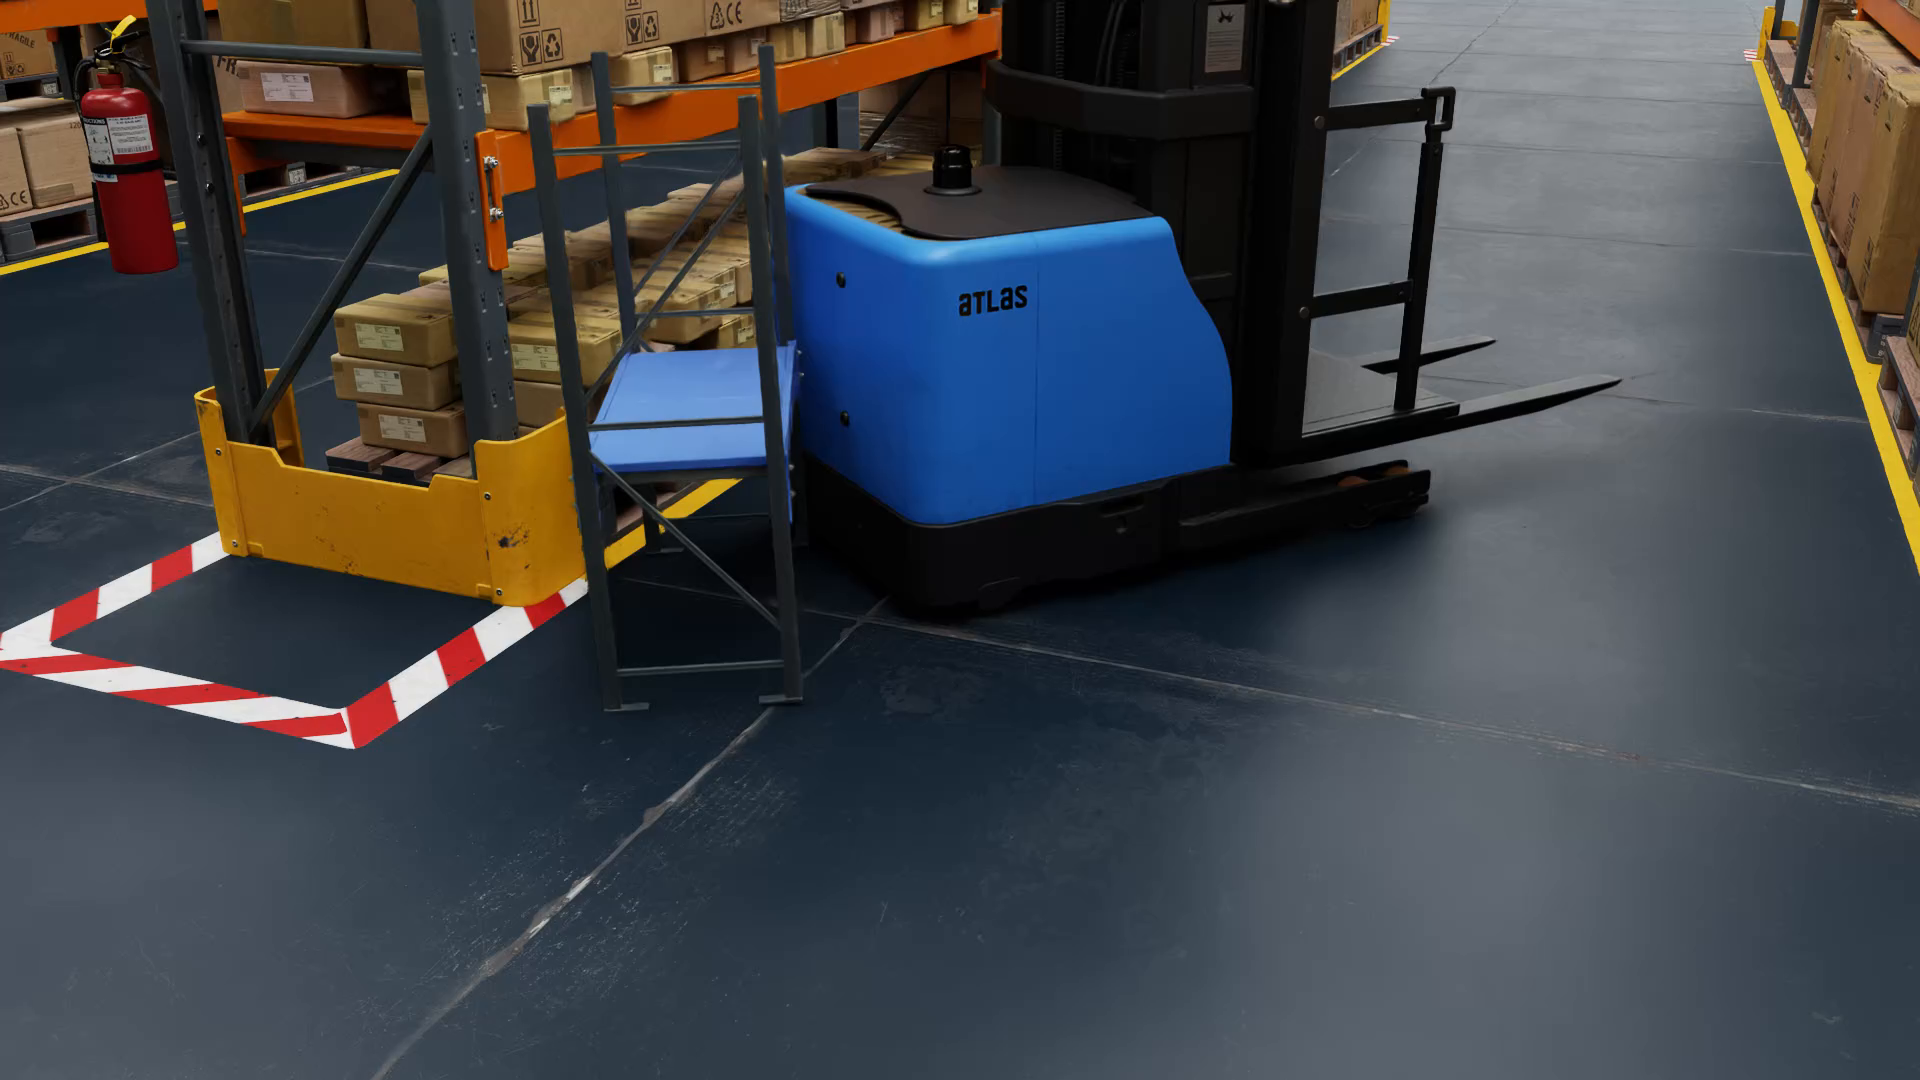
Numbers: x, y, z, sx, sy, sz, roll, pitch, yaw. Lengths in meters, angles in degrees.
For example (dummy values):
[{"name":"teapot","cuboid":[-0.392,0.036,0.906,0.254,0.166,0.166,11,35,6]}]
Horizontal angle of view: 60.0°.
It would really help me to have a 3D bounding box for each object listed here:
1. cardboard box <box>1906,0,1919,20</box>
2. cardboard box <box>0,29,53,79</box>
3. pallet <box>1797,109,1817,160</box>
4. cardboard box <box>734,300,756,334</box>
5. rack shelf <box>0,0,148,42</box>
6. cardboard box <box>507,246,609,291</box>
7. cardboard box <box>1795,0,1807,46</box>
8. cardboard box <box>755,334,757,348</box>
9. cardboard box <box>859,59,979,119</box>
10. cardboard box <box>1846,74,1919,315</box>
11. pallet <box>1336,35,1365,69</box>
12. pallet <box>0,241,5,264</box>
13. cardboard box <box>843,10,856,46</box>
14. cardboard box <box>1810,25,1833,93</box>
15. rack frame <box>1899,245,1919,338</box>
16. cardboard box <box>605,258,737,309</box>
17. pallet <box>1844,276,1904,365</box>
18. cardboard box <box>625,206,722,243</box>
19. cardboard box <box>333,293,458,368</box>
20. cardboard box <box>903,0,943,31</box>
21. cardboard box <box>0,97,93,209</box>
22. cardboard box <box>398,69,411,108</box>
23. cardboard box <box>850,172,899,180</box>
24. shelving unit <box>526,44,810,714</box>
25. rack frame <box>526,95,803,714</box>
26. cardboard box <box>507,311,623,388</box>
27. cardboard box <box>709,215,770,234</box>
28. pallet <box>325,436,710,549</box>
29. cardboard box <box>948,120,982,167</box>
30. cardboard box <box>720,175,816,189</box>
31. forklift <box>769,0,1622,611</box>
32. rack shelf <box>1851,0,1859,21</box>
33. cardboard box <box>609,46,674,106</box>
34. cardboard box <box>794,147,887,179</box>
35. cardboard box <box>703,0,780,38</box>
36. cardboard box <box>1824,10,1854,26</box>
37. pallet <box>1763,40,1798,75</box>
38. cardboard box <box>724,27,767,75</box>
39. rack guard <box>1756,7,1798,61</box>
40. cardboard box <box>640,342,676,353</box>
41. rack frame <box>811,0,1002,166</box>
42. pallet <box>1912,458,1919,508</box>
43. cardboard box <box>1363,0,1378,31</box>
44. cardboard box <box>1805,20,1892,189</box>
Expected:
[{"name":"cardboard box","cuboid":[4.609,-2.602,7.458,0.500,0.500,0.500,8,24,19]},{"name":"cardboard box","cuboid":[-8.167,-4.226,14.173,0.500,0.500,0.500,8,24,19]},{"name":"pallet","cuboid":[6.543,-2.845,11.786,1.003,0.211,1.213,9,24,20]},{"name":"cardboard box","cuboid":[-0.940,-0.842,6.141,0.380,0.149,0.250,8,24,18]},{"name":"rack shelf","cuboid":[-5.633,-2.357,7.933,1.077,0.370,4.000,9,24,20]},{"name":"cardboard box","cuboid":[-1.501,-0.955,6.027,0.380,0.149,0.250,8,24,18]},{"name":"cardboard box","cuboid":[8.521,-5.099,16.264,0.500,0.500,0.500,14,26,30]},{"name":"cardboard box","cuboid":[-0.940,-0.696,6.179,0.380,0.149,0.250,9,24,20]},{"name":"cardboard box","cuboid":[-0.215,-2.421,8.879,0.500,0.250,0.500,8,24,19]},{"name":"cardboard box","cuboid":[4.530,-1.431,6.995,1.225,0.875,0.875,9,24,20]},{"name":"pallet","cuboid":[3.522,-5.007,16.963,1.003,0.211,1.213,9,24,20]},{"name":"pallet","cuboid":[-5.697,-1.419,8.372,1.003,0.211,1.213,9,24,20]},{"name":"cardboard box","cuboid":[-0.630,-2.012,6.500,0.380,0.149,0.250,8,24,19]},{"name":"cardboard box","cuboid":[7.035,-3.681,12.844,0.700,0.500,0.500,7,24,16]},{"name":"rack frame","cuboid":[4.311,-1.985,6.112,1.000,3.000,0.127,9,24,20]},{"name":"cardboard box","cuboid":[-1.014,-0.880,5.848,0.380,0.149,0.250,8,24,17]},{"name":"pallet","cuboid":[4.528,-0.986,7.336,1.003,0.211,1.213,9,24,20]},{"name":"cardboard box","cuboid":[-1.181,-1.235,6.698,0.380,0.149,0.250,9,24,20]},{"name":"cardboard box","cuboid":[-1.781,-0.679,5.366,0.380,0.149,0.250,9,24,21]},{"name":"cardboard box","cuboid":[-0.294,-2.285,7.155,0.380,0.149,0.250,10,25,22]},{"name":"cardboard box","cuboid":[-5.223,-2.206,9.420,0.875,0.438,0.875,8,24,19]},{"name":"cardboard box","cuboid":[-1.756,-1.425,5.096,0.380,0.149,0.250,9,24,20]},{"name":"cardboard box","cuboid":[-0.291,-1.533,7.410,0.380,0.149,0.250,9,24,20]},{"name":"shelving unit","cuboid":[-0.707,-0.468,4.403,0.538,1.500,1.048,-3,23,-3]},{"name":"rack frame","cuboid":[-0.672,-0.273,3.935,0.500,1.500,0.032,-3,23,-3]},{"name":"cardboard box","cuboid":[-1.232,-0.592,5.158,0.380,0.149,0.250,8,24,18]},{"name":"cardboard box","cuboid":[-0.757,-1.169,6.540,0.380,0.149,0.250,9,24,20]},{"name":"pallet","cuboid":[-1.379,-0.326,5.758,1.003,0.211,1.213,9,24,20]},{"name":"cardboard box","cuboid":[0.264,-1.999,8.841,0.500,0.500,0.500,10,25,22]},{"name":"cardboard box","cuboid":[-0.858,-1.507,7.347,0.380,0.149,0.250,8,24,19]},{"name":"forklift","cuboid":[0.944,-1.552,5.163,3.031,2.935,1.130,-13,26,-28]},{"name":"rack shelf","cuboid":[6.540,-3.801,11.390,1.077,0.370,4.000,9,24,20]},{"name":"cardboard box","cuboid":[-1.112,-1.439,5.129,0.380,0.149,0.250,8,24,19]},{"name":"cardboard box","cuboid":[-0.577,-1.791,8.028,0.380,0.149,0.250,10,25,22]},{"name":"cardboard box","cuboid":[-0.950,-1.973,5.567,0.500,0.500,0.500,9,24,21]},{"name":"cardboard box","cuboid":[7.674,-4.232,14.188,0.500,0.500,0.500,18,29,37]},{"name":"pallet","cuboid":[8.406,-4.680,16.181,1.003,0.211,1.213,9,24,20]},{"name":"cardboard box","cuboid":[-0.901,-1.729,5.824,0.380,0.149,0.250,8,24,19]},{"name":"rack guard","cuboid":[8.740,-5.099,16.809,1.175,0.500,0.348,9,24,20]},{"name":"cardboard box","cuboid":[-1.155,-0.557,5.459,0.380,0.149,0.250,9,24,20]},{"name":"rack frame","cuboid":[-0.256,-2.732,7.898,1.000,3.000,0.127,9,24,20]},{"name":"pallet","cuboid":[3.504,0.000,4.976,1.003,0.211,1.213,9,24,20]},{"name":"cardboard box","cuboid":[4.010,-5.987,17.904,0.875,0.875,0.875,9,24,20]},{"name":"cardboard box","cuboid":[5.521,-2.386,9.283,1.225,0.875,0.875,8,24,18]}]
